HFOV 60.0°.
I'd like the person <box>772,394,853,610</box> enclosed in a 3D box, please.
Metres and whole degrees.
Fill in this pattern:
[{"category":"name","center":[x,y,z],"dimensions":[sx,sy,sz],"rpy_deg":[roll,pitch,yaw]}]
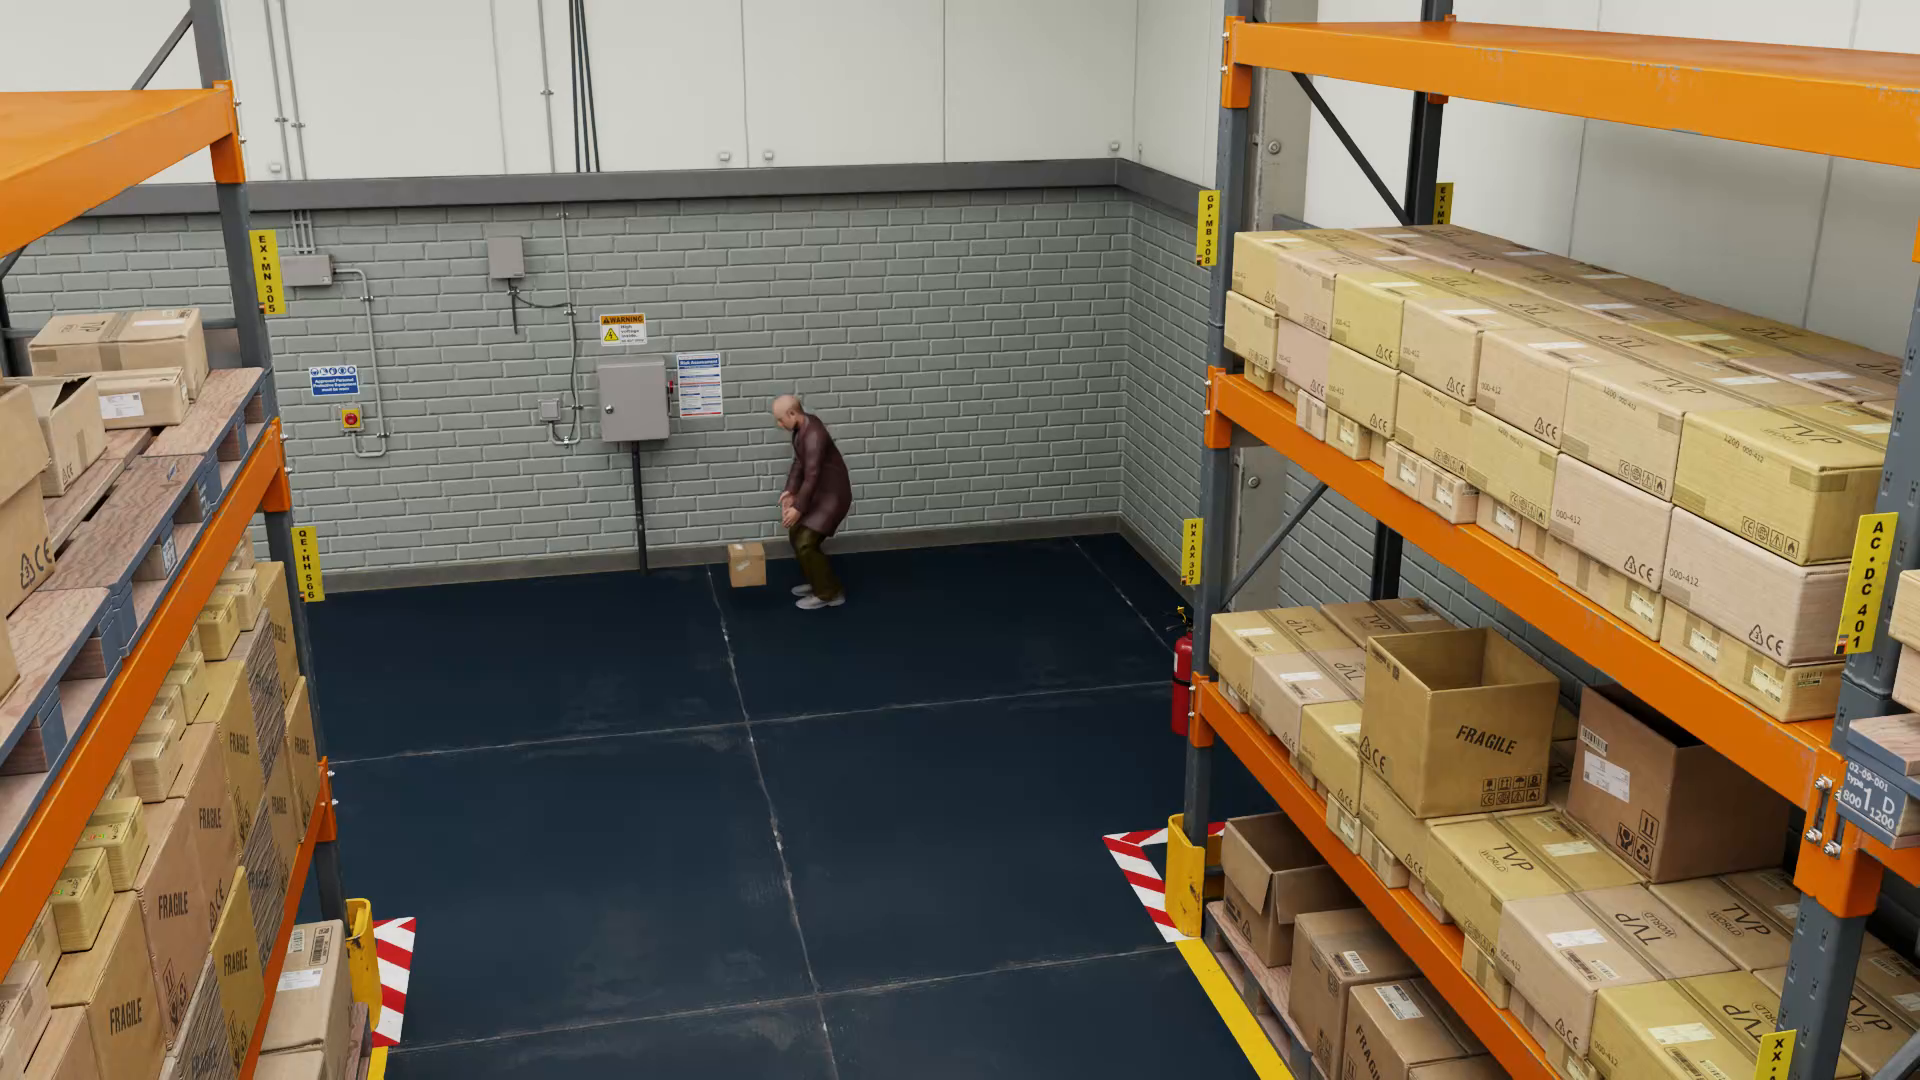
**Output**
[{"category":"person","center":[-1.070,-0.295,12.197],"dimensions":[0.564,1.611,0.620],"rpy_deg":[-4,20,-12]}]
